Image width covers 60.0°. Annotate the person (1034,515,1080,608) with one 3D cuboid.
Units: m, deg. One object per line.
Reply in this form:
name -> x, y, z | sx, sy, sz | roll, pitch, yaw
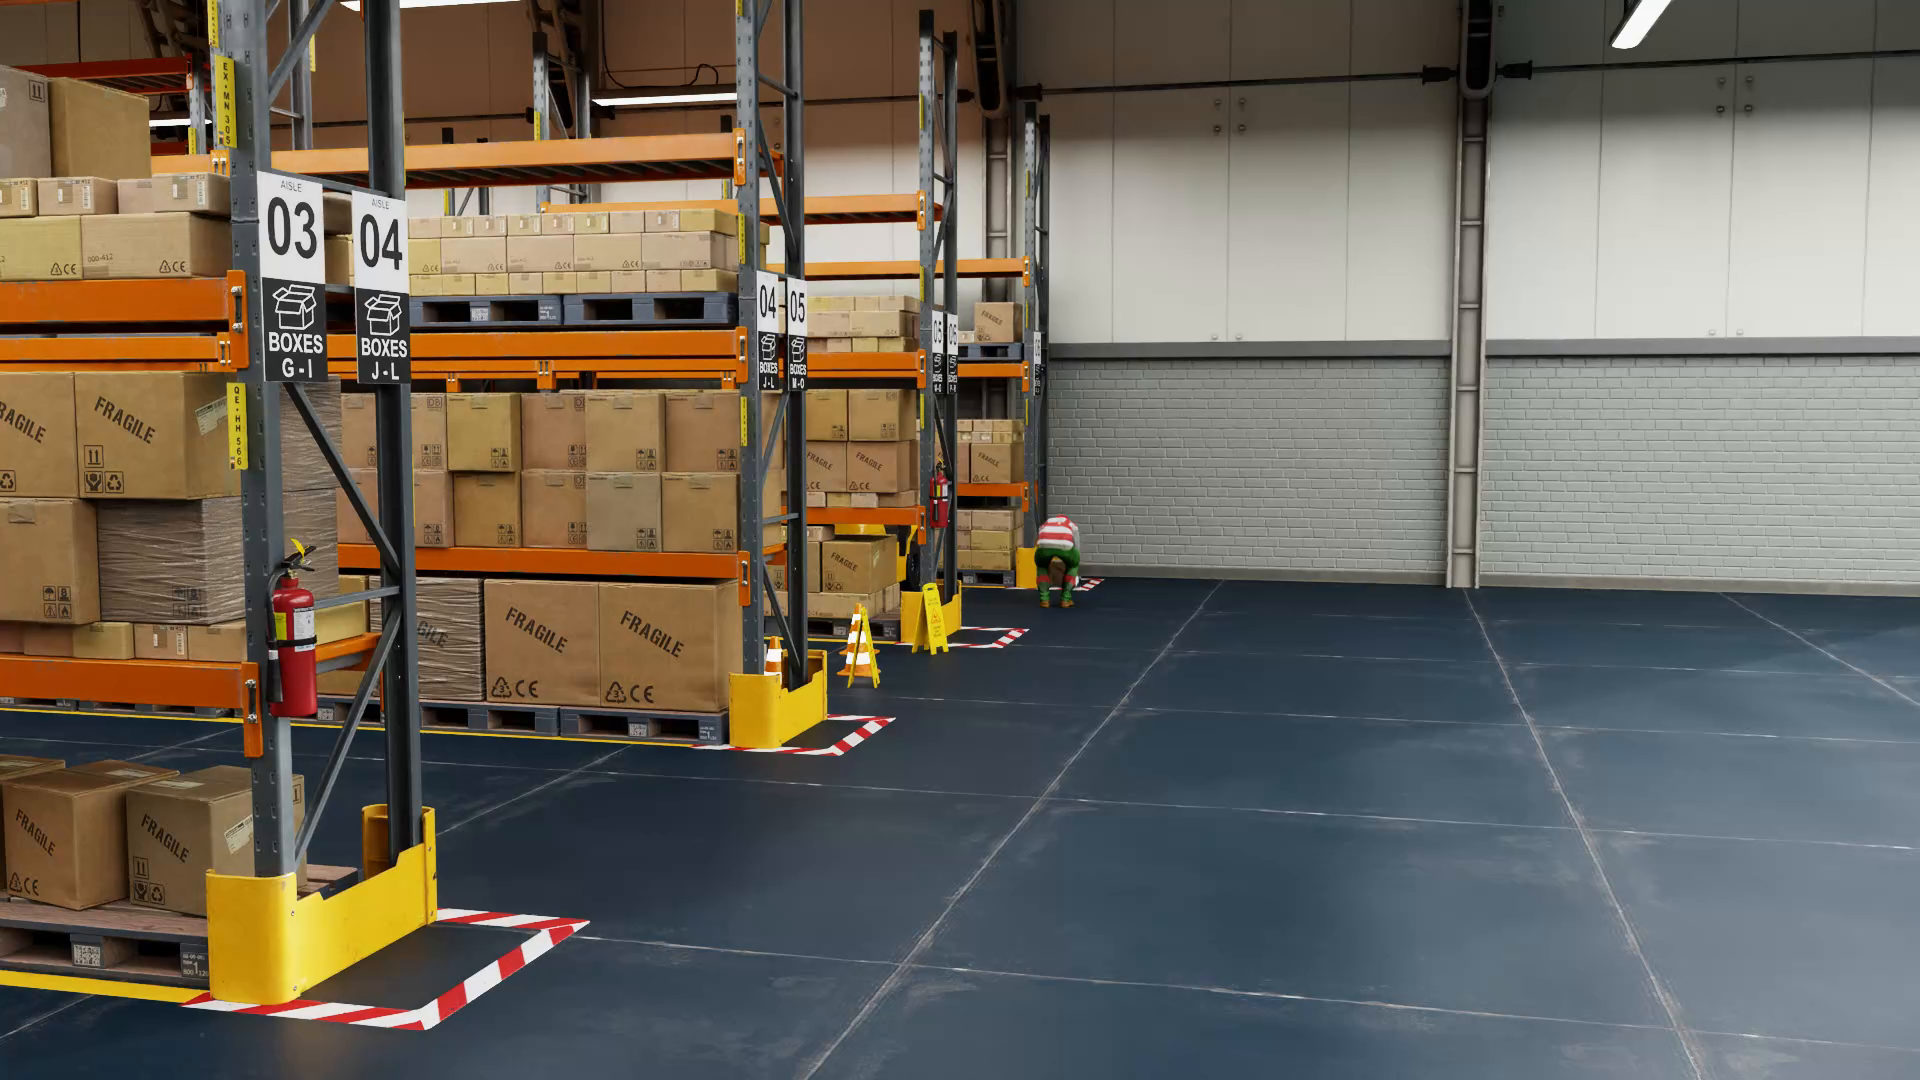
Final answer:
person -> 1.123, 0.242, 19.076 | 0.530, 1.013, 0.958 | 1, 5, 11
